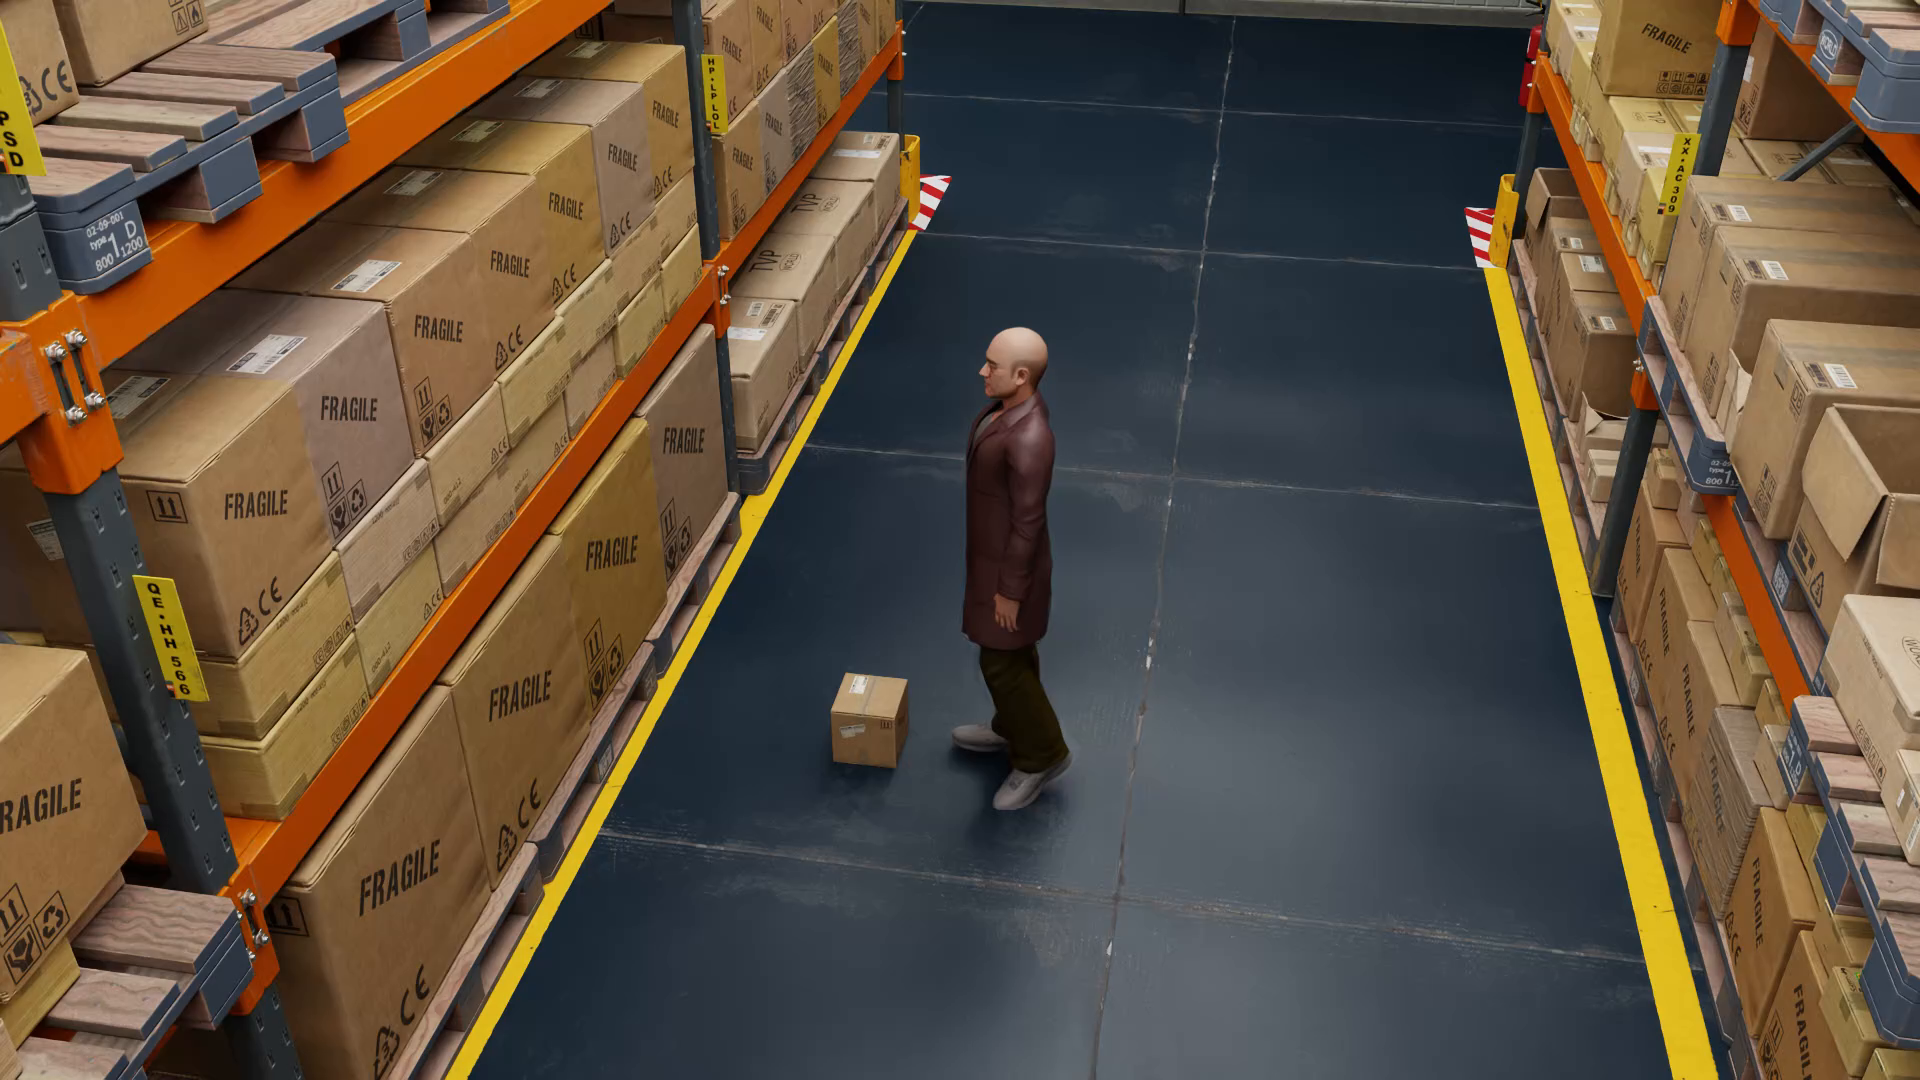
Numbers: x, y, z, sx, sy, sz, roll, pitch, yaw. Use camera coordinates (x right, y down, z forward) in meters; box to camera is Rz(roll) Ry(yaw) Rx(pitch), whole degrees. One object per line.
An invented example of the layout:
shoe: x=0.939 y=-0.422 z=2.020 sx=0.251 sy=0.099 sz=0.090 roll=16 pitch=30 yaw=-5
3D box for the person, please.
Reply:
person: x=0.195 y=0.186 z=6.043 sx=0.459 sy=1.632 sz=0.634 roll=0 pitch=32 yaw=0
